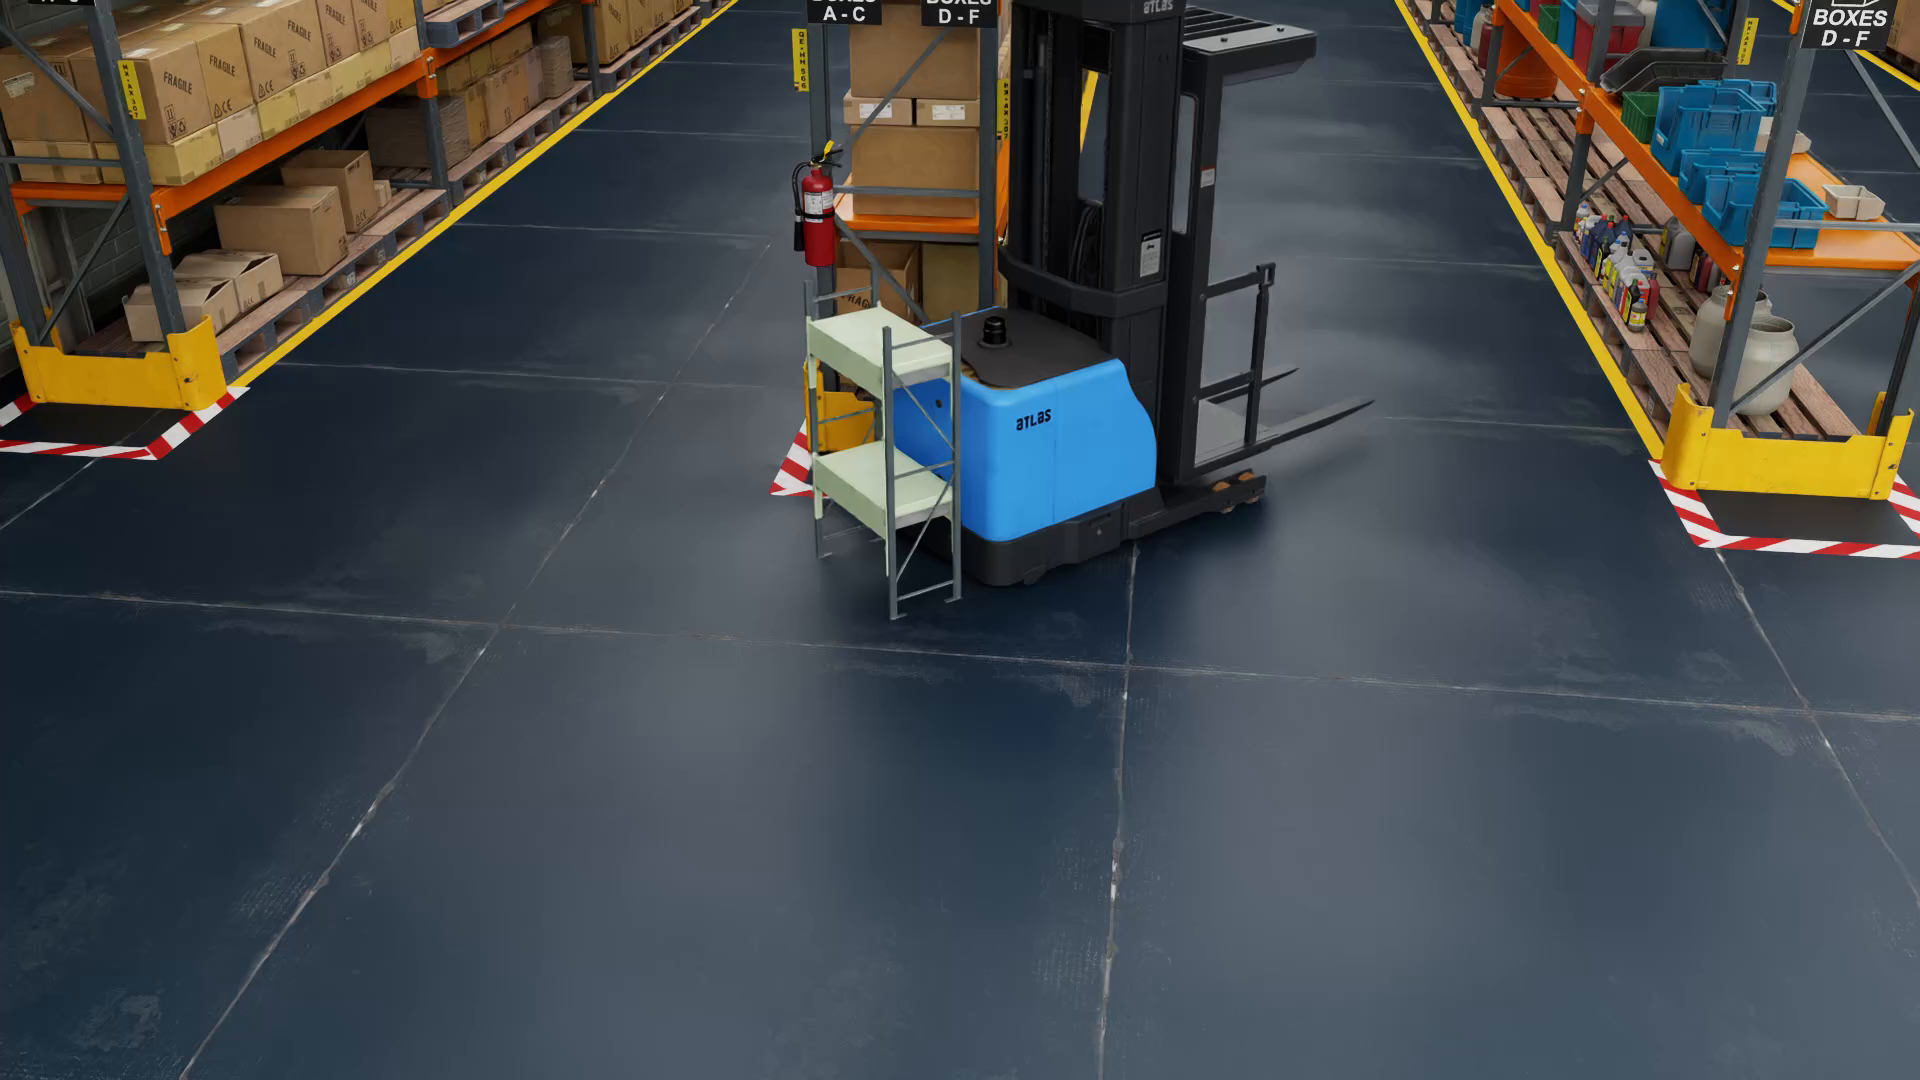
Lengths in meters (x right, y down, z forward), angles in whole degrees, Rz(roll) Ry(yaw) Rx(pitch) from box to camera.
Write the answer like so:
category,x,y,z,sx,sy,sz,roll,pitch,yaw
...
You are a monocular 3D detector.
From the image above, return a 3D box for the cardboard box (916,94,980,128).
category,x,y,z,sx,sy,sz,roll,pitch,yaw
cardboard box,-0.039,-2.406,9.264,0.380,0.149,0.250,3,28,6

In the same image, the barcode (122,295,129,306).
category,x,y,z,sx,sy,sz,roll,pitch,yaw
barcode,-5.439,-1.556,10.838,0.001,0.075,0.075,3,28,6

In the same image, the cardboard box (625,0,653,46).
category,x,y,z,sx,sy,sz,roll,pitch,yaw
cardboard box,-3.904,-5.945,18.446,0.750,0.750,0.750,3,28,6

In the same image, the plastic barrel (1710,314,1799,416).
category,x,y,z,sx,sy,sz,roll,pitch,yaw
plastic barrel,4.619,-1.018,9.658,0.421,0.512,0.421,0,28,0

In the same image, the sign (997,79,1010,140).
category,x,y,z,sx,sy,sz,roll,pitch,yaw
sign,0.249,-2.285,8.832,0.100,0.325,0.005,3,28,6

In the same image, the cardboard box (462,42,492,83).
category,x,y,z,sx,sy,sz,roll,pitch,yaw
cardboard box,-4.544,-4.296,14.943,0.500,0.250,0.500,3,28,5

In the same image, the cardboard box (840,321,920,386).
category,x,y,z,sx,sy,sz,roll,pitch,yaw
cardboard box,-0.529,-1.148,10.174,0.500,0.250,0.500,3,28,6

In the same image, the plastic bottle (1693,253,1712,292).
category,x,y,z,sx,sy,sz,roll,pitch,yaw
plastic bottle,5.119,-1.862,11.445,0.061,0.283,0.133,3,28,6

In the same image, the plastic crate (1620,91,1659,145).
category,x,y,z,sx,sy,sz,roll,pitch,yaw
plastic crate,4.658,-2.781,10.973,0.450,0.188,0.662,3,28,6

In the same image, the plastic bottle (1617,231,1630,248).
category,x,y,z,sx,sy,sz,roll,pitch,yaw
plastic bottle,4.696,-2.059,11.821,0.097,0.271,0.097,0,28,0

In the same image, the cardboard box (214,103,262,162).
category,x,y,z,sx,sy,sz,roll,pitch,yaw
cardboard box,-4.794,-2.589,10.531,0.500,0.250,0.500,2,28,5

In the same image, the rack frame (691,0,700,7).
category,x,y,z,sx,sy,sz,roll,pitch,yaw
rack frame,-3.748,-7.839,20.137,1.000,3.000,0.127,3,28,6

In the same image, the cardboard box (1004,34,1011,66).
category,x,y,z,sx,sy,sz,roll,pitch,yaw
cardboard box,0.150,-3.129,10.606,0.380,0.149,0.250,4,29,7

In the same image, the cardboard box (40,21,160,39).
category,x,y,z,sx,sy,sz,roll,pitch,yaw
cardboard box,-5.300,-2.934,10.379,0.500,0.500,0.500,4,29,7

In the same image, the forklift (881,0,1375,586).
category,x,y,z,sx,sy,sz,roll,pitch,yaw
forklift,1.054,-1.614,8.656,3.031,2.935,1.130,-20,34,-33

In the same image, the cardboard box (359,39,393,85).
category,x,y,z,sx,sy,sz,roll,pitch,yaw
cardboard box,-4.554,-3.541,12.297,0.500,0.250,0.500,3,29,6

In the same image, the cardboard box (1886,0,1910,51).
category,x,y,z,sx,sy,sz,roll,pitch,yaw
cardboard box,10.942,-5.922,18.377,1.225,0.875,0.875,3,29,6

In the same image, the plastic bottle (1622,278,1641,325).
category,x,y,z,sx,sy,sz,roll,pitch,yaw
plastic bottle,4.401,-1.558,10.880,0.061,0.283,0.133,4,29,7

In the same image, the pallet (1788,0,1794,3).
category,x,y,z,sx,sy,sz,roll,pitch,yaw
pallet,11.470,-7.249,21.984,1.003,0.211,1.213,3,28,6

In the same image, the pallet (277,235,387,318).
category,x,y,z,sx,sy,sz,roll,pitch,yaw
pallet,-4.922,-1.951,12.149,1.003,0.211,1.213,3,28,6

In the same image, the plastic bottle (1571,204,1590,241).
category,x,y,z,sx,sy,sz,roll,pitch,yaw
plastic bottle,4.630,-2.365,12.390,0.097,0.271,0.097,0,28,0

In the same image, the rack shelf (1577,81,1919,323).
category,x,y,z,sx,sy,sz,roll,pitch,yaw
rack shelf,4.859,-2.239,10.502,1.077,0.370,4.000,3,28,6

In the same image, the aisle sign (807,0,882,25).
category,x,y,z,sx,sy,sz,roll,pitch,yaw
aisle sign,-0.601,-3.035,8.479,0.394,0.787,0.004,3,28,6

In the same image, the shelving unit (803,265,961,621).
category,x,y,z,sx,sy,sz,roll,pitch,yaw
shelving unit,-0.369,-0.471,8.042,0.431,1.500,0.755,-17,33,-29

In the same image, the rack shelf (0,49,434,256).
category,x,y,z,sx,sy,sz,roll,pitch,yaw
rack shelf,-4.973,-2.815,11.571,1.077,0.370,4.000,3,28,6

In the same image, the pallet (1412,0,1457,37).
category,x,y,z,sx,sy,sz,roll,pitch,yaw
pallet,6.136,-6.384,20.377,1.003,0.211,1.213,3,28,6

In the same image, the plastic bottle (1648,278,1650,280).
category,x,y,z,sx,sy,sz,roll,pitch,yaw
plastic bottle,4.606,-1.650,11.137,0.097,0.201,0.097,0,28,0

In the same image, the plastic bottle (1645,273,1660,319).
category,x,y,z,sx,sy,sz,roll,pitch,yaw
plastic bottle,4.568,-1.613,10.982,0.061,0.283,0.133,3,28,6

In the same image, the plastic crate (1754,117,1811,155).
category,x,y,z,sx,sy,sz,roll,pitch,yaw
plastic crate,5.157,-2.602,10.695,0.530,0.136,0.437,3,28,6

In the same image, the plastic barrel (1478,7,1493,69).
category,x,y,z,sx,sy,sz,roll,pitch,yaw
plastic barrel,5.776,-5.266,17.462,0.600,0.588,0.708,3,28,6

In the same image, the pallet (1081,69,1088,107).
category,x,y,z,sx,sy,sz,roll,pitch,yaw
pallet,0.808,-4.791,17.421,1.003,0.211,1.213,3,28,6

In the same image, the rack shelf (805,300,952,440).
category,x,y,z,sx,sy,sz,roll,pitch,yaw
rack shelf,-0.369,-0.814,7.857,0.431,0.370,0.720,-17,33,-29

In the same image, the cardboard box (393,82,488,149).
category,x,y,z,sx,sy,sz,roll,pitch,yaw
cardboard box,-4.641,-3.760,14.738,0.700,0.500,0.500,3,28,5

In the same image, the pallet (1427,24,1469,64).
category,x,y,z,sx,sy,sz,roll,pitch,yaw
pallet,5.949,-5.675,19.060,1.003,0.211,1.213,3,28,6

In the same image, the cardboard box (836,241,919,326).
category,x,y,z,sx,sy,sz,roll,pitch,yaw
cardboard box,-0.531,-1.478,9.997,0.500,0.500,0.500,3,28,6

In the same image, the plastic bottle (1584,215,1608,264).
category,x,y,z,sx,sy,sz,roll,pitch,yaw
plastic bottle,4.594,-2.169,11.942,0.144,0.351,0.185,4,29,8

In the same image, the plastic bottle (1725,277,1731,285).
category,x,y,z,sx,sy,sz,roll,pitch,yaw
plastic bottle,5.225,-1.746,11.241,0.097,0.271,0.097,0,28,0

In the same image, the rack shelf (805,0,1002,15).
category,x,y,z,sx,sy,sz,roll,pitch,yaw
rack shelf,-0.056,-3.849,10.328,1.077,0.370,4.000,3,28,6

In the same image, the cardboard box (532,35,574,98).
category,x,y,z,sx,sy,sz,roll,pitch,yaw
cardboard box,-4.274,-4.707,16.496,0.700,0.500,0.500,4,29,7

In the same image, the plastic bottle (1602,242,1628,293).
category,x,y,z,sx,sy,sz,roll,pitch,yaw
plastic bottle,4.519,-1.880,11.406,0.144,0.351,0.185,3,28,6

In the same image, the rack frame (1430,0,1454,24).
category,x,y,z,sx,sy,sz,roll,pitch,yaw
rack frame,6.085,-7.263,19.069,1.000,3.000,0.127,3,28,6

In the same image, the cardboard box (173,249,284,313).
category,x,y,z,sx,sy,sz,roll,pitch,yaw
cardboard box,-4.974,-1.789,11.279,0.500,0.311,0.500,6,29,10

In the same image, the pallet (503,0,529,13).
category,x,y,z,sx,sy,sz,roll,pitch,yaw
pallet,-4.440,-4.937,14.954,1.003,0.211,1.213,3,28,6

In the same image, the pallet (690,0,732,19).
category,x,y,z,sx,sy,sz,roll,pitch,yaw
pallet,-3.577,-6.964,21.455,1.003,0.211,1.213,3,28,6

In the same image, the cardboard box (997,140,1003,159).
category,x,y,z,sx,sy,sz,roll,pitch,yaw
cardboard box,-0.105,-2.648,10.397,0.700,0.500,0.500,4,29,7

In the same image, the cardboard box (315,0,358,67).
category,x,y,z,sx,sy,sz,roll,pitch,yaw
cardboard box,-4.607,-3.634,11.678,0.500,0.500,0.500,3,28,5

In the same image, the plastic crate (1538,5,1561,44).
category,x,y,z,sx,sy,sz,roll,pitch,yaw
plastic crate,5.038,-4.240,13.681,0.450,0.188,0.662,3,28,6

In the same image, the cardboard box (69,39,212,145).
category,x,y,z,sx,sy,sz,roll,pitch,yaw
cardboard box,-4.861,-2.670,9.890,0.500,0.500,0.500,3,28,6
